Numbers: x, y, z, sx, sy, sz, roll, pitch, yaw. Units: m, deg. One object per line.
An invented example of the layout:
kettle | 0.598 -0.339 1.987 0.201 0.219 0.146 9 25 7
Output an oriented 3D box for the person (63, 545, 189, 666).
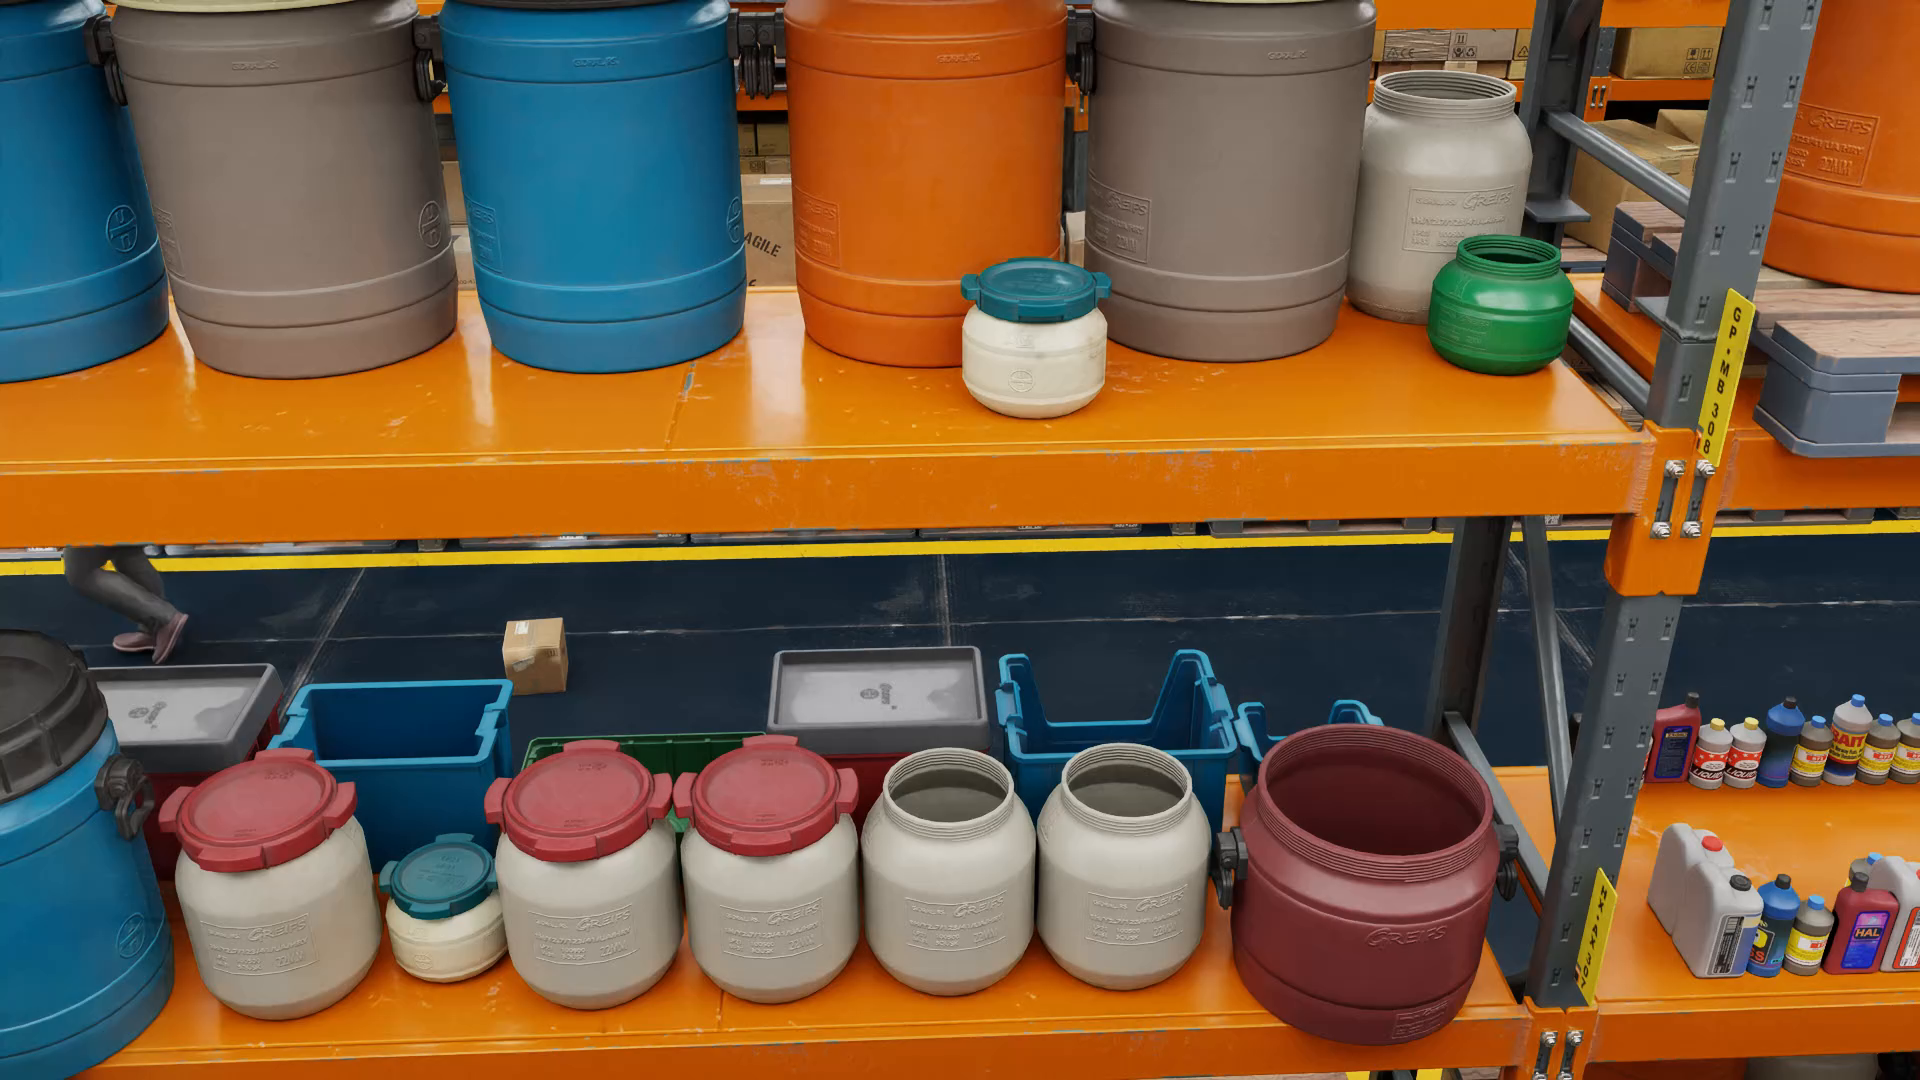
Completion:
person | -3.785 -0.203 7.462 0.472 1.646 0.443 0 28 -1
